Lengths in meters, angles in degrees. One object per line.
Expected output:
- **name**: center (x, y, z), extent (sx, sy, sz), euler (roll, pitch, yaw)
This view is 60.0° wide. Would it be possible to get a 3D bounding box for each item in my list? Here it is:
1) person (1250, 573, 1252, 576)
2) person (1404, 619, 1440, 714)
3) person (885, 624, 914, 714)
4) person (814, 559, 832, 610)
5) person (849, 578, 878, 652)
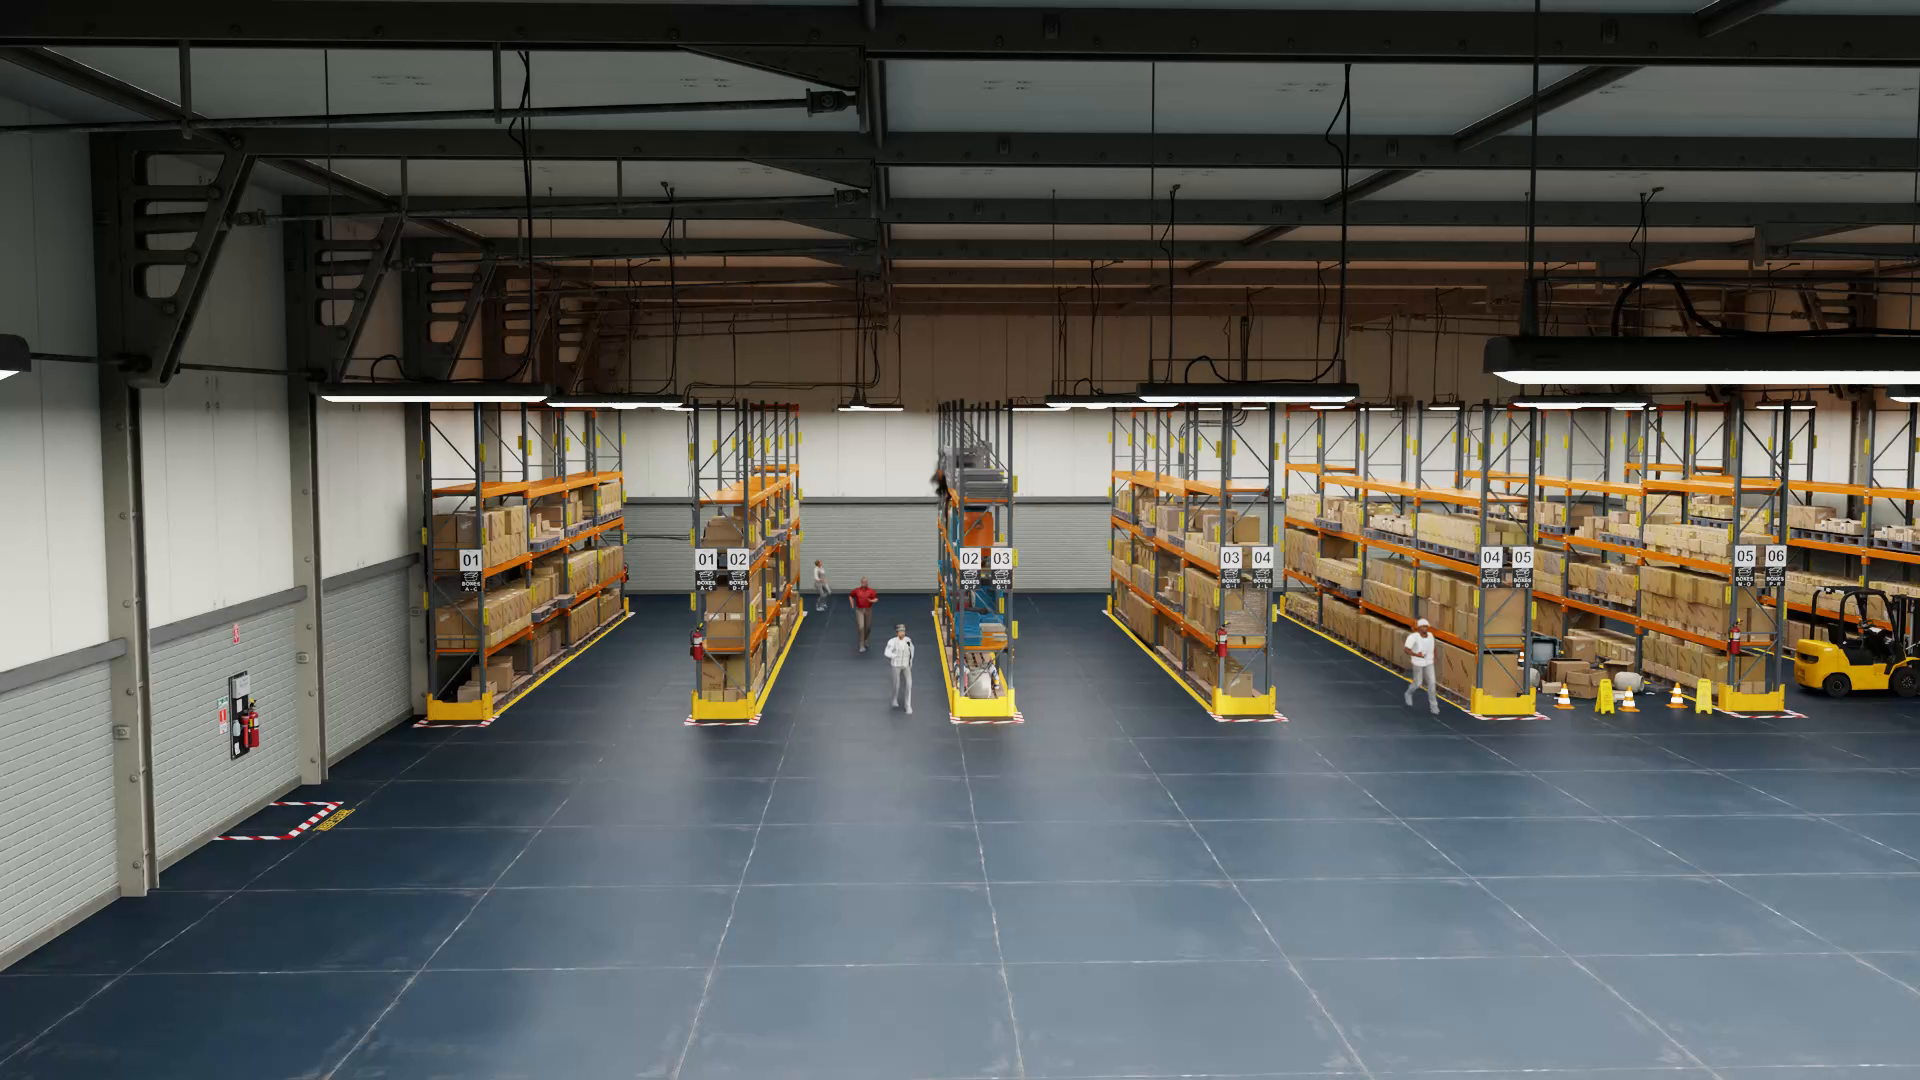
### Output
- **person**: center (8.068, 1.479, 44.872), extent (0.670, 1.721, 0.830), euler (0, 4, 6)
- **person**: center (8.904, 2.403, 32.062), extent (0.757, 1.796, 0.892), euler (-2, 5, -19)
- **person**: center (-1.155, 2.457, 32.045), extent (0.635, 1.722, 0.865), euler (-1, 5, -17)
- **person**: center (-4.008, 1.298, 47.992), extent (0.562, 1.522, 0.520), euler (2, 5, 30)
- **person**: center (-2.321, 1.789, 40.291), extent (0.651, 1.754, 0.929), euler (-1, 4, -14)
